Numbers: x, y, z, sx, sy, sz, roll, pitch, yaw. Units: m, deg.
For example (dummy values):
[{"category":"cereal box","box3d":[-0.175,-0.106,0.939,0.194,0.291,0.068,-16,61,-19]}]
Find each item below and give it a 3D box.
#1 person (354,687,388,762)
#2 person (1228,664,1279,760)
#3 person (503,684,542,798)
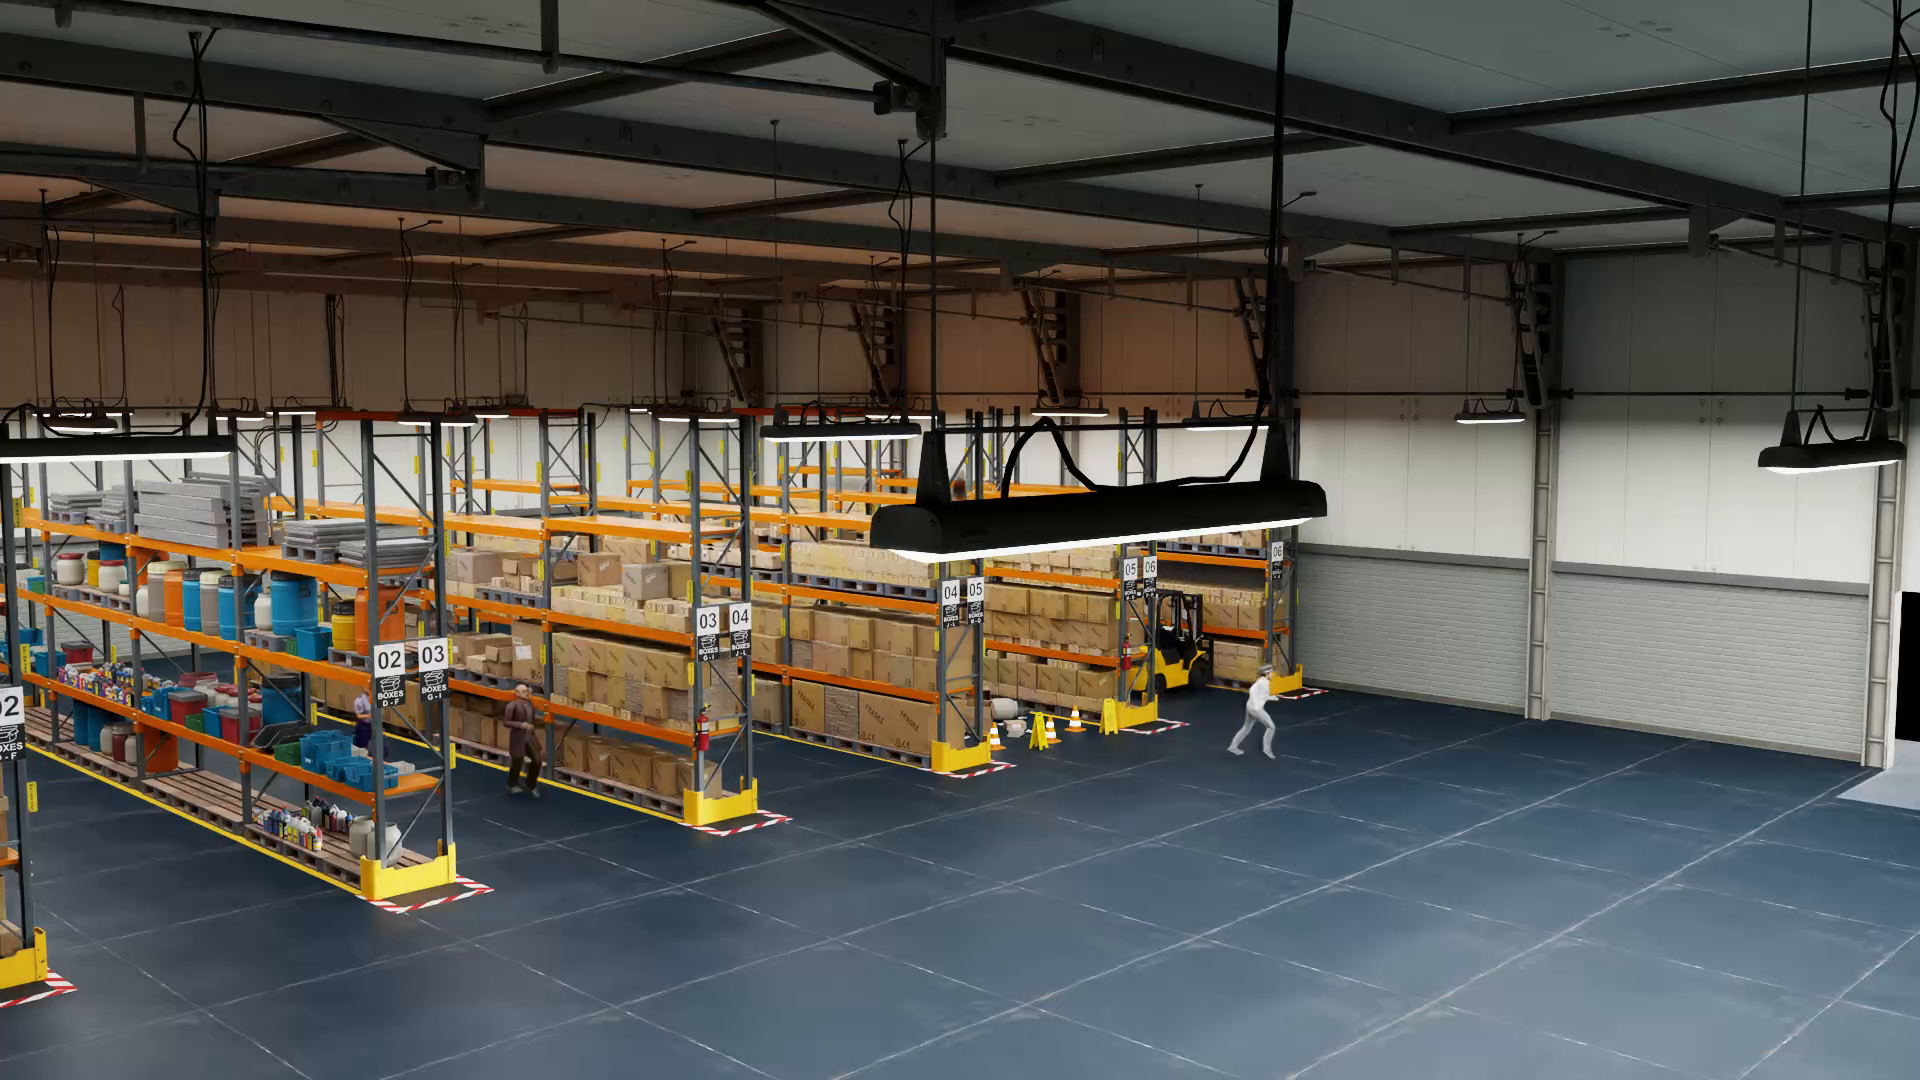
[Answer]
[{"category":"person","box3d":[-9.619,3.133,27.040,0.779,1.736,0.573,3,6,33]},{"category":"person","box3d":[5.098,2.982,28.769,0.846,1.675,0.465,0,5,5]},{"category":"person","box3d":[-6.844,3.162,25.992,0.824,1.835,0.685,4,7,41]}]
